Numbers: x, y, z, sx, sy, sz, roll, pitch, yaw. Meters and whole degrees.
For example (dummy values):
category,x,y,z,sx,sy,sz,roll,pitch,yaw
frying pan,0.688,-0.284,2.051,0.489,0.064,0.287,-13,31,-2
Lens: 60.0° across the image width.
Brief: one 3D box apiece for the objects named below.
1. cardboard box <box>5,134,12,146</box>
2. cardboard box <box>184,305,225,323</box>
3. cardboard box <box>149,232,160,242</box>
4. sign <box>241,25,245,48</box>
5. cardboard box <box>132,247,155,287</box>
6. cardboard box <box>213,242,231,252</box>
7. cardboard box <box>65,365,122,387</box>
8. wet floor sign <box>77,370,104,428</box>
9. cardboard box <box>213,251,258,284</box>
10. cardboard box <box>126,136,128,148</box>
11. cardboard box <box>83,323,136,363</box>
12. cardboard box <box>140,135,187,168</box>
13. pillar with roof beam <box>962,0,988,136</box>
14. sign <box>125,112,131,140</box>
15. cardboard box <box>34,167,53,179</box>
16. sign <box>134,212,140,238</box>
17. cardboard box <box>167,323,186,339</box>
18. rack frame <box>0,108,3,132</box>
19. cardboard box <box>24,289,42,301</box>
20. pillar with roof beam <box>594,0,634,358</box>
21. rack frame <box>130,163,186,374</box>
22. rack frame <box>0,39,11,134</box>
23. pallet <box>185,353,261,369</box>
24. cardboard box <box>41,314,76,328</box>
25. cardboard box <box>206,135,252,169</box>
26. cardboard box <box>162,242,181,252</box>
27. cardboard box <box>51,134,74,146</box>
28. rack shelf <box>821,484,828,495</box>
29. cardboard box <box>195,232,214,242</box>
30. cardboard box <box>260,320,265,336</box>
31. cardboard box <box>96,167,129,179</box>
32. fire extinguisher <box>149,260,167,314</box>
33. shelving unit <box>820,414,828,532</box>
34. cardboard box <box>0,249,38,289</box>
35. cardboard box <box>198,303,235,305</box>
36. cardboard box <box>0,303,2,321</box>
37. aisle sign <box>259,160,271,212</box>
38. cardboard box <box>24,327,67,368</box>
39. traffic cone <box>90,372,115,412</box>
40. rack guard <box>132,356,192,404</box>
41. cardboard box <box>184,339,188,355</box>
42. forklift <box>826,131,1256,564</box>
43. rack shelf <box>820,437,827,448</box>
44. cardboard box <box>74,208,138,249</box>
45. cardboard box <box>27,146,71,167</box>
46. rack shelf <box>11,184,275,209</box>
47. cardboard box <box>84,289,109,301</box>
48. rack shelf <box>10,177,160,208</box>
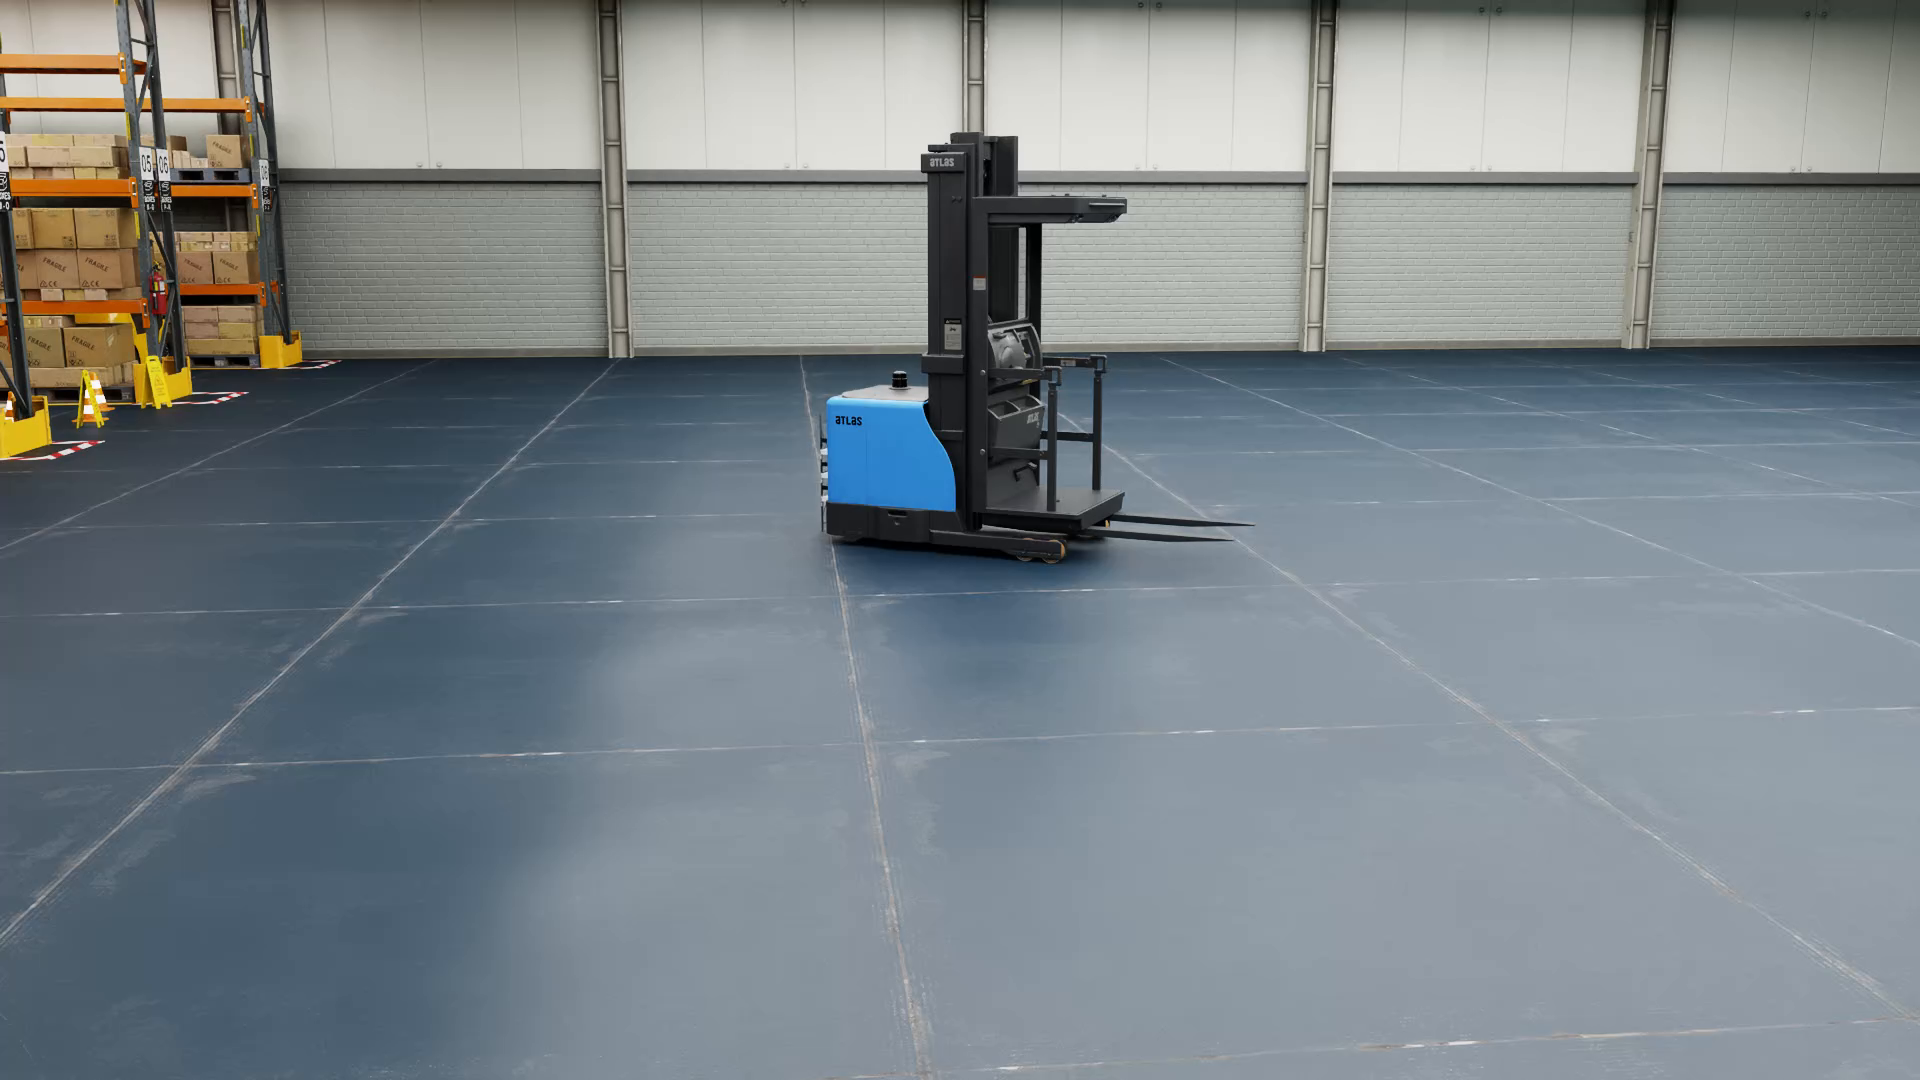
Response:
category,x,y,z,sx,sy,sz,roll,pitch,yaw
cardboard box,-11.934,-5.000,20.832,0.250,0.149,0.380,-2,11,-8
cardboard box,-11.824,-3.548,26.088,0.500,0.250,0.500,-1,11,-5
cardboard box,-12.484,-4.701,25.795,0.250,0.149,0.380,-1,11,-5
sign,-10.848,-7.618,25.165,0.005,0.325,0.100,-1,11,-6
cardboard box,-10.854,-3.568,21.713,0.500,0.500,0.500,-1,11,-7
cardboard box,-11.458,-4.577,25.934,0.250,0.149,0.380,-1,11,-5
cardboard box,-11.151,-2.118,21.405,0.500,0.250,0.500,-1,11,-6
wet floor sign,-9.903,-1.608,18.875,0.232,0.644,0.267,-3,12,-16
cardboard box,-11.354,-4.270,26.054,0.500,0.500,0.500,-1,11,-7
cardboard box,-10.728,-5.102,21.350,0.250,0.149,0.380,-1,11,-6
cardboard box,-11.208,-2.591,21.864,0.500,0.500,0.500,-2,11,-8
cardboard box,-12.336,-6.000,25.728,0.500,0.500,0.700,-1,11,-6
pillar with roof beam,0.712,-6.808,23.671,0.400,9.000,9.100,-1,11,-6
sign,-10.313,-5.129,20.613,0.005,0.325,0.100,-1,11,-6
cardboard box,-11.448,-4.615,20.940,0.250,0.149,0.380,-1,11,-6
sign,-10.313,-3.946,20.845,0.005,0.325,0.100,-1,11,-6
cardboard box,-12.354,-3.291,26.075,0.500,0.250,0.500,-1,11,-7
rack frame,-9.718,-5.327,16.134,0.127,3.000,1.000,-1,11,-6
cardboard box,-11.721,-3.141,21.219,0.250,0.149,0.380,-1,11,-5
pillar with roof beam,-5.253,-6.683,23.035,0.400,9.000,9.100,-1,11,-6
rack frame,-10.353,-3.330,21.531,0.127,3.000,1.000,-1,11,-6
rack frame,-14.869,-7.142,25.370,0.127,3.000,1.000,-1,11,-6
pallet,-11.649,-2.890,26.520,1.213,0.211,1.003,-1,11,-6
cardboard box,-11.479,-2.786,21.177,0.250,0.149,0.380,-1,11,-4
cardboard box,-11.307,-6.002,25.739,0.500,0.500,0.500,-1,11,-4
cardboard box,-12.231,-4.566,25.877,0.250,0.149,0.380,-2,11,-8
cardboard box,-11.170,-4.999,20.830,0.250,0.149,0.380,-1,11,-7
rack shelf,-0.913,-0.396,12.687,0.200,0.077,0.258,5,12,22
cardboard box,-11.725,-4.726,25.917,0.250,0.149,0.380,-1,11,-5
cardboard box,-11.383,-3.414,26.702,0.500,0.250,0.500,-1,11,-5
cardboard box,-10.678,-4.618,20.955,0.250,0.149,0.380,-1,11,-6
fire extinguisher,-10.190,-3.206,21.101,0.183,0.674,0.296,-1,11,-6
shelving unit,-0.913,-0.517,12.664,0.210,0.900,0.258,5,12,22
cardboard box,-11.859,-3.442,21.068,0.500,0.500,0.500,-1,11,-6
cardboard box,-11.887,-3.645,26.578,0.500,0.250,0.500,-1,11,-6
cardboard box,-10.082,-2.440,16.615,0.550,0.550,0.875,-1,11,-6
aisle sign,-10.796,-5.503,25.842,0.004,0.787,0.394,-1,11,-6
cardboard box,-11.640,-2.477,21.285,0.500,0.500,0.500,-1,11,-4
traffic cone,-10.641,-1.829,20.472,0.334,0.463,0.336,-1,11,-6
rack guard,-10.429,-2.102,21.764,0.348,0.500,1.175,-1,11,-6
cardboard box,-12.320,-3.051,26.152,0.500,0.250,0.500,-1,11,-5
forklift,0.581,-1.391,11.844,3.031,2.935,1.130,5,12,22
rack shelf,-0.913,-0.749,12.618,0.200,0.077,0.258,5,12,22
cardboard box,-10.837,-3.963,21.129,0.500,0.500,0.700,-1,11,-7
cardboard box,-11.334,-4.804,20.871,0.500,0.250,0.500,-1,11,-7
rack shelf,-12.881,-5.359,25.941,4.000,0.370,1.077,-1,11,-6
cardboard box,-10.942,-3.131,21.172,0.250,0.149,0.380,-1,11,-7
rack shelf,-12.341,-4.407,21.099,4.000,0.370,1.077,-1,11,-6
